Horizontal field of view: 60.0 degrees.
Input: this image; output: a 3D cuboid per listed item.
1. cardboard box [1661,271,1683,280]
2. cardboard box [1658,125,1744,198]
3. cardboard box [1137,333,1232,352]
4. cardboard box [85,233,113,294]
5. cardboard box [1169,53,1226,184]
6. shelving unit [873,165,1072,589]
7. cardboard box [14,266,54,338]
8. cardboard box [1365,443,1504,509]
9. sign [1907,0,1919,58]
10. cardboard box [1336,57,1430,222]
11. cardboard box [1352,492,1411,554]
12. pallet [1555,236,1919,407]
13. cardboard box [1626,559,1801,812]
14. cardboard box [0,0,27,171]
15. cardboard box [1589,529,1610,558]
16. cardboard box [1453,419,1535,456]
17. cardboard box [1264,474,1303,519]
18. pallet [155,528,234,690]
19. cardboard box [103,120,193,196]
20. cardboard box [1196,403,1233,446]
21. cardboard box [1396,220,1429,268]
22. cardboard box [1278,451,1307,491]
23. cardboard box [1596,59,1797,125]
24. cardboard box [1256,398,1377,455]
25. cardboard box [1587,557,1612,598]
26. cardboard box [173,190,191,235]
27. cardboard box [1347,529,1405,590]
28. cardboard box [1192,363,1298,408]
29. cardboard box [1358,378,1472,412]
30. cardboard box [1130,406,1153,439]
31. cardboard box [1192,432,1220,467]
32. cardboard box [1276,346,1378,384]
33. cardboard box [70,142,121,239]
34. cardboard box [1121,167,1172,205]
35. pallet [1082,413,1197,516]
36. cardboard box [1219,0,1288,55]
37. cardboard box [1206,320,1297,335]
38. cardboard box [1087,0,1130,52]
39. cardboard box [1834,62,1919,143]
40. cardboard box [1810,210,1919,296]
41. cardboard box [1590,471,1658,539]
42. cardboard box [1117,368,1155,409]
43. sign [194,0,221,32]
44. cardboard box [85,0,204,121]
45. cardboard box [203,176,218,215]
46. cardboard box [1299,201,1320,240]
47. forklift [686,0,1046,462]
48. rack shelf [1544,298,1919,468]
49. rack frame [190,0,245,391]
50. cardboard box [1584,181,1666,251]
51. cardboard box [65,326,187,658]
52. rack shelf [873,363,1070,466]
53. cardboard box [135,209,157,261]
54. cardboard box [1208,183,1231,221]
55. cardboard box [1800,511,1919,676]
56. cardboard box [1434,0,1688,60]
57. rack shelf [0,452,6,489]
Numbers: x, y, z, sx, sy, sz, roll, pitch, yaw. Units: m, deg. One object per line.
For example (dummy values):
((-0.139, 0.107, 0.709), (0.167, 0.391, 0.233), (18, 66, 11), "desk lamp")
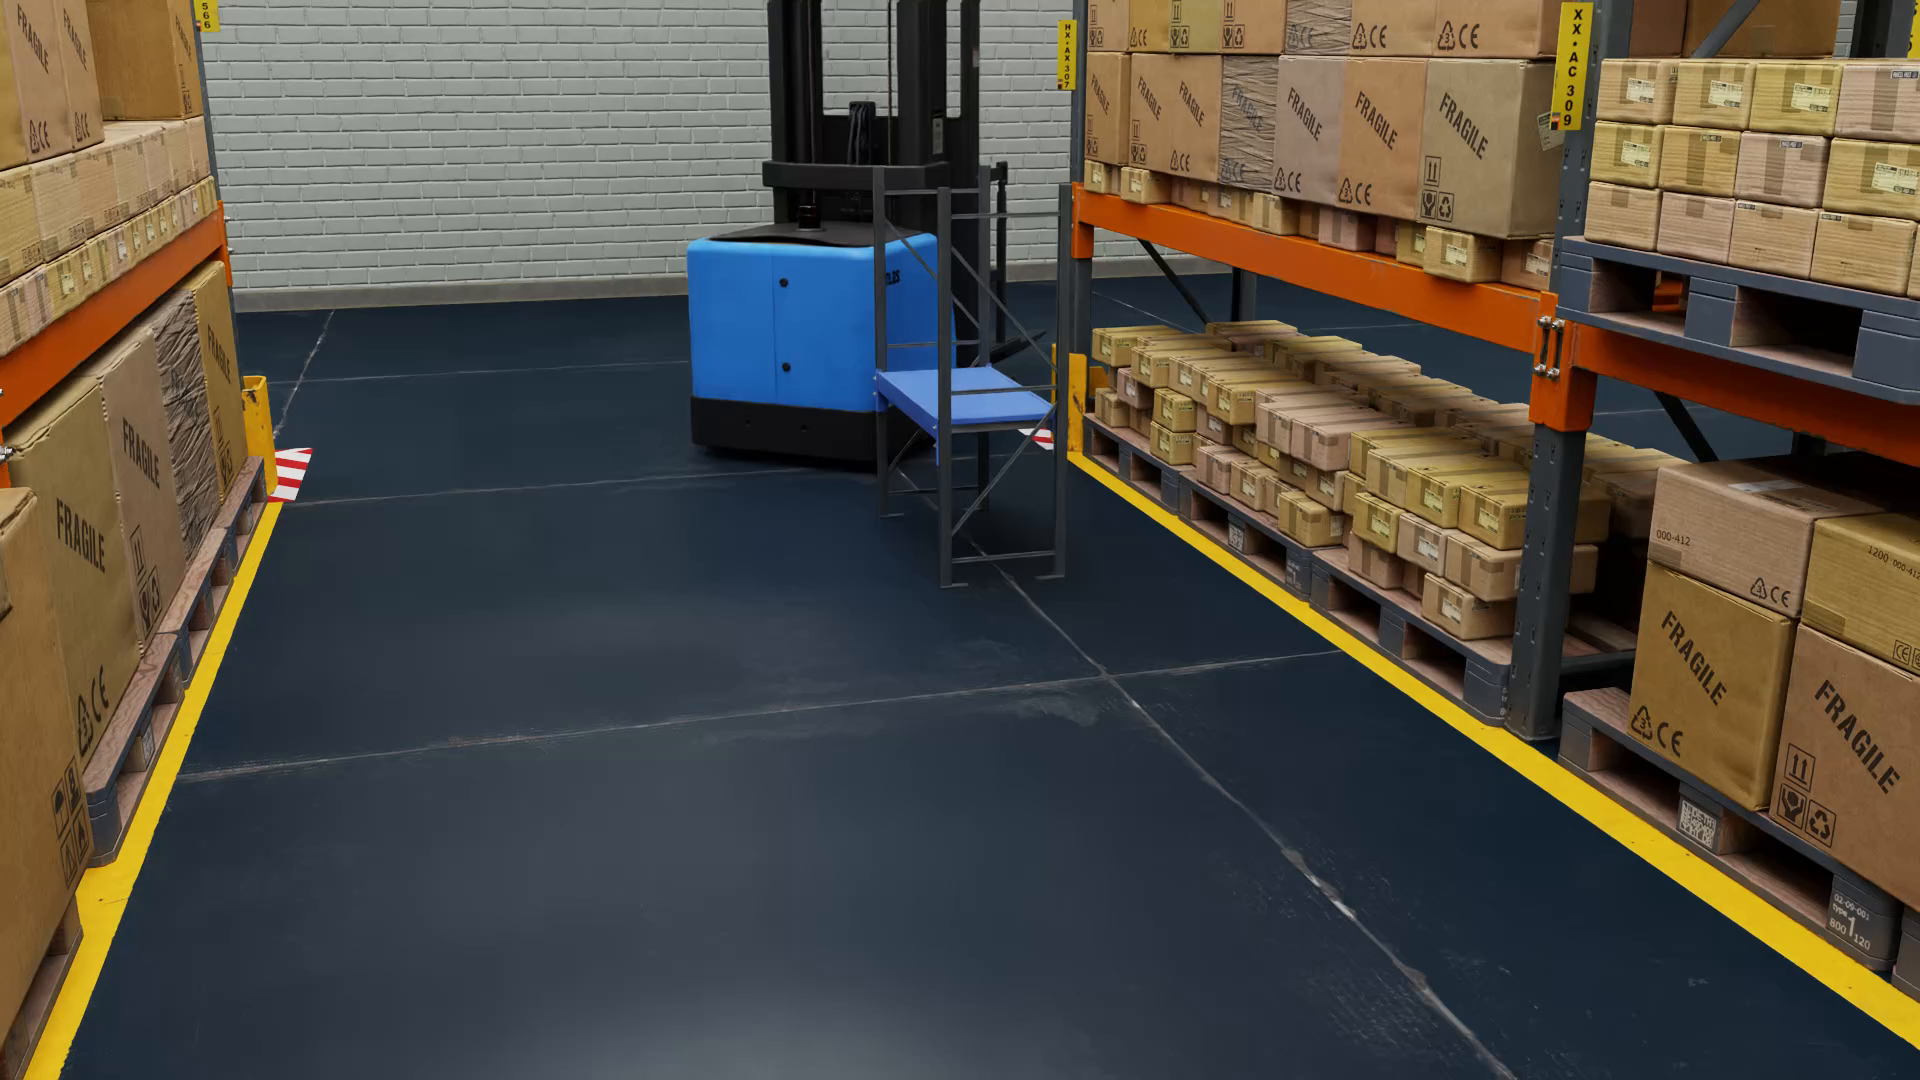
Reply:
((2.382, -0.870, 5.071), (0.380, 0.149, 0.250), (-4, 17, -13), "cardboard box")
((1.884, -0.893, 3.899), (0.380, 0.149, 0.250), (-5, 17, -16), "cardboard box")
((1.055, -0.875, 7.841), (0.380, 0.149, 0.250), (-4, 17, -14), "cardboard box")
((-2.703, -0.799, 4.833), (0.380, 0.149, 0.250), (-5, 17, -16), "cardboard box")
((1.198, -1.754, 6.888), (0.500, 0.500, 0.500), (-4, 17, -15), "cardboard box")
((0.023, -0.695, 6.658), (0.538, 1.500, 1.048), (-5, 17, -15), "shelving unit")
((-2.485, -0.582, 4.114), (0.380, 0.149, 0.250), (-5, 18, -17), "cardboard box")
((1.614, -0.220, 5.663), (0.380, 0.149, 0.250), (-5, 17, -16), "cardboard box")
((2.678, -1.486, 4.671), (0.100, 0.325, 0.005), (-5, 17, -15), "sign")
((1.599, -1.332, 5.480), (0.500, 0.500, 0.500), (-5, 17, -17), "cardboard box")
((1.576, -0.073, 5.689), (0.380, 0.149, 0.250), (-5, 18, -17), "cardboard box")
((2.215, -0.571, 3.974), (1.003, 0.211, 1.213), (-5, 17, -15), "pallet")
((2.093, 0.335, 4.237), (0.500, 0.500, 0.500), (-4, 17, -13), "cardboard box")
((-2.537, -1.104, 3.855), (0.500, 0.500, 0.500), (-5, 17, -15), "cardboard box")
((2.197, -0.053, 5.622), (0.380, 0.149, 0.250), (-5, 17, -15), "cardboard box")
((2.021, -0.336, 6.047), (0.380, 0.149, 0.250), (-5, 17, -17), "cardboard box")
((1.418, -0.167, 6.520), (0.380, 0.149, 0.250), (-4, 17, -14), "cardboard box")
((-3.124, 0.259, 5.723), (1.003, 0.211, 1.213), (-5, 17, -15), "pallet")
((-3.224, -1.446, 6.294), (0.500, 0.250, 0.500), (-5, 17, -16), "cardboard box")
((1.247, -0.519, 7.175), (0.380, 0.149, 0.250), (-6, 18, -18), "cardboard box")
((1.650, -0.968, 5.396), (0.380, 0.149, 0.250), (-4, 17, -13), "cardboard box")
((1.458, -0.295, 6.428), (0.380, 0.149, 0.250), (-6, 18, -18), "cardboard box")
((1.811, -1.107, 4.094), (0.380, 0.149, 0.250), (-4, 17, -12), "cardboard box")
((1.368, -0.440, 6.393), (0.380, 0.149, 0.250), (-5, 18, -17), "cardboard box")
((2.281, 0.078, 5.703), (0.380, 0.149, 0.250), (-4, 17, -14), "cardboard box")
((-3.127, -1.225, 6.252), (0.380, 0.149, 0.250), (-4, 17, -14), "cardboard box")
((1.584, 0.050, 5.797), (0.380, 0.149, 0.250), (-5, 18, -17), "cardboard box")
((1.216, -0.655, 7.111), (0.380, 0.149, 0.250), (-4, 17, -13), "cardboard box")
((1.845, -0.553, 6.770), (0.380, 0.149, 0.250), (-5, 17, -15), "cardboard box")
((1.033, -0.592, 7.935), (0.380, 0.149, 0.250), (-5, 17, -15), "cardboard box")
((1.234, -0.382, 7.234), (0.380, 0.149, 0.250), (-5, 17, -15), "cardboard box")
((1.652, -0.775, 7.508), (0.380, 0.149, 0.250), (-5, 18, -17), "cardboard box")
((-2.808, -1.024, 4.891), (0.500, 0.250, 0.500), (-4, 17, -14), "cardboard box")
((0.952, -1.611, 7.538), (0.380, 0.149, 0.250), (-5, 17, -17), "cardboard box")
((1.256, -0.409, 7.945), (1.003, 0.211, 1.213), (-5, 17, -15), "pallet")
((1.324, -2.091, 6.271), (0.500, 0.500, 0.500), (-5, 18, -17), "cardboard box")
((1.435, -0.987, 8.215), (0.380, 0.149, 0.250), (-4, 17, -15), "cardboard box")
((0.914, -2.517, 7.687), (0.500, 0.500, 0.500), (-5, 17, -16), "cardboard box")
((2.028, -0.890, 3.372), (0.380, 0.149, 0.250), (-5, 17, -16), "cardboard box")
((2.026, -0.606, 3.464), (0.380, 0.149, 0.250), (-5, 17, -15), "cardboard box")
((2.250, -0.119, 5.324), (0.380, 0.149, 0.250), (-4, 17, -13), "cardboard box")
((0.964, -0.725, 7.861), (0.380, 0.149, 0.250), (-5, 17, -16), "cardboard box")
((-3.225, -2.335, 7.088), (0.100, 0.325, 0.005), (-5, 17, -15), "sign")
((-3.364, -1.944, 6.650), (0.500, 0.500, 0.500), (-4, 17, -15), "cardboard box")
((-3.336, -1.436, 6.954), (0.380, 0.149, 0.250), (-4, 17, -14), "cardboard box")
((1.481, -1.188, 6.131), (0.380, 0.149, 0.250), (-5, 17, -16), "cardboard box")
((-0.325, -2.163, 9.058), (1.130, 2.935, 3.031), (7, 18, 21), "forklift")
((2.695, 0.012, 2.950), (1.077, 0.370, 4.000), (-5, 17, -15), "rack shelf")
((-3.751, -1.628, 7.159), (1.000, 3.000, 0.127), (-5, 17, -15), "rack frame")
((1.811, -0.822, 4.180), (0.380, 0.149, 0.250), (-6, 18, -18), "cardboard box")
((-3.003, -0.143, 5.178), (0.875, 0.875, 0.875), (-5, 17, -15), "cardboard box")
((0.023, -0.522, 6.710), (0.538, 0.185, 1.000), (-5, 17, -15), "rack shelf")
((-2.916, -1.013, 5.546), (0.380, 0.149, 0.250), (-4, 17, -14), "cardboard box")
((1.247, -1.403, 6.844), (0.380, 0.149, 0.250), (-5, 17, -16), "cardboard box")
((2.243, 0.123, 3.640), (0.500, 0.250, 0.500), (-4, 17, -14), "cardboard box")
((1.756, -1.664, 4.849), (0.500, 0.500, 0.500), (-5, 18, -17), "cardboard box")
((-2.102, 0.376, 1.737), (1.077, 0.370, 4.000), (-5, 17, -15), "rack shelf")
